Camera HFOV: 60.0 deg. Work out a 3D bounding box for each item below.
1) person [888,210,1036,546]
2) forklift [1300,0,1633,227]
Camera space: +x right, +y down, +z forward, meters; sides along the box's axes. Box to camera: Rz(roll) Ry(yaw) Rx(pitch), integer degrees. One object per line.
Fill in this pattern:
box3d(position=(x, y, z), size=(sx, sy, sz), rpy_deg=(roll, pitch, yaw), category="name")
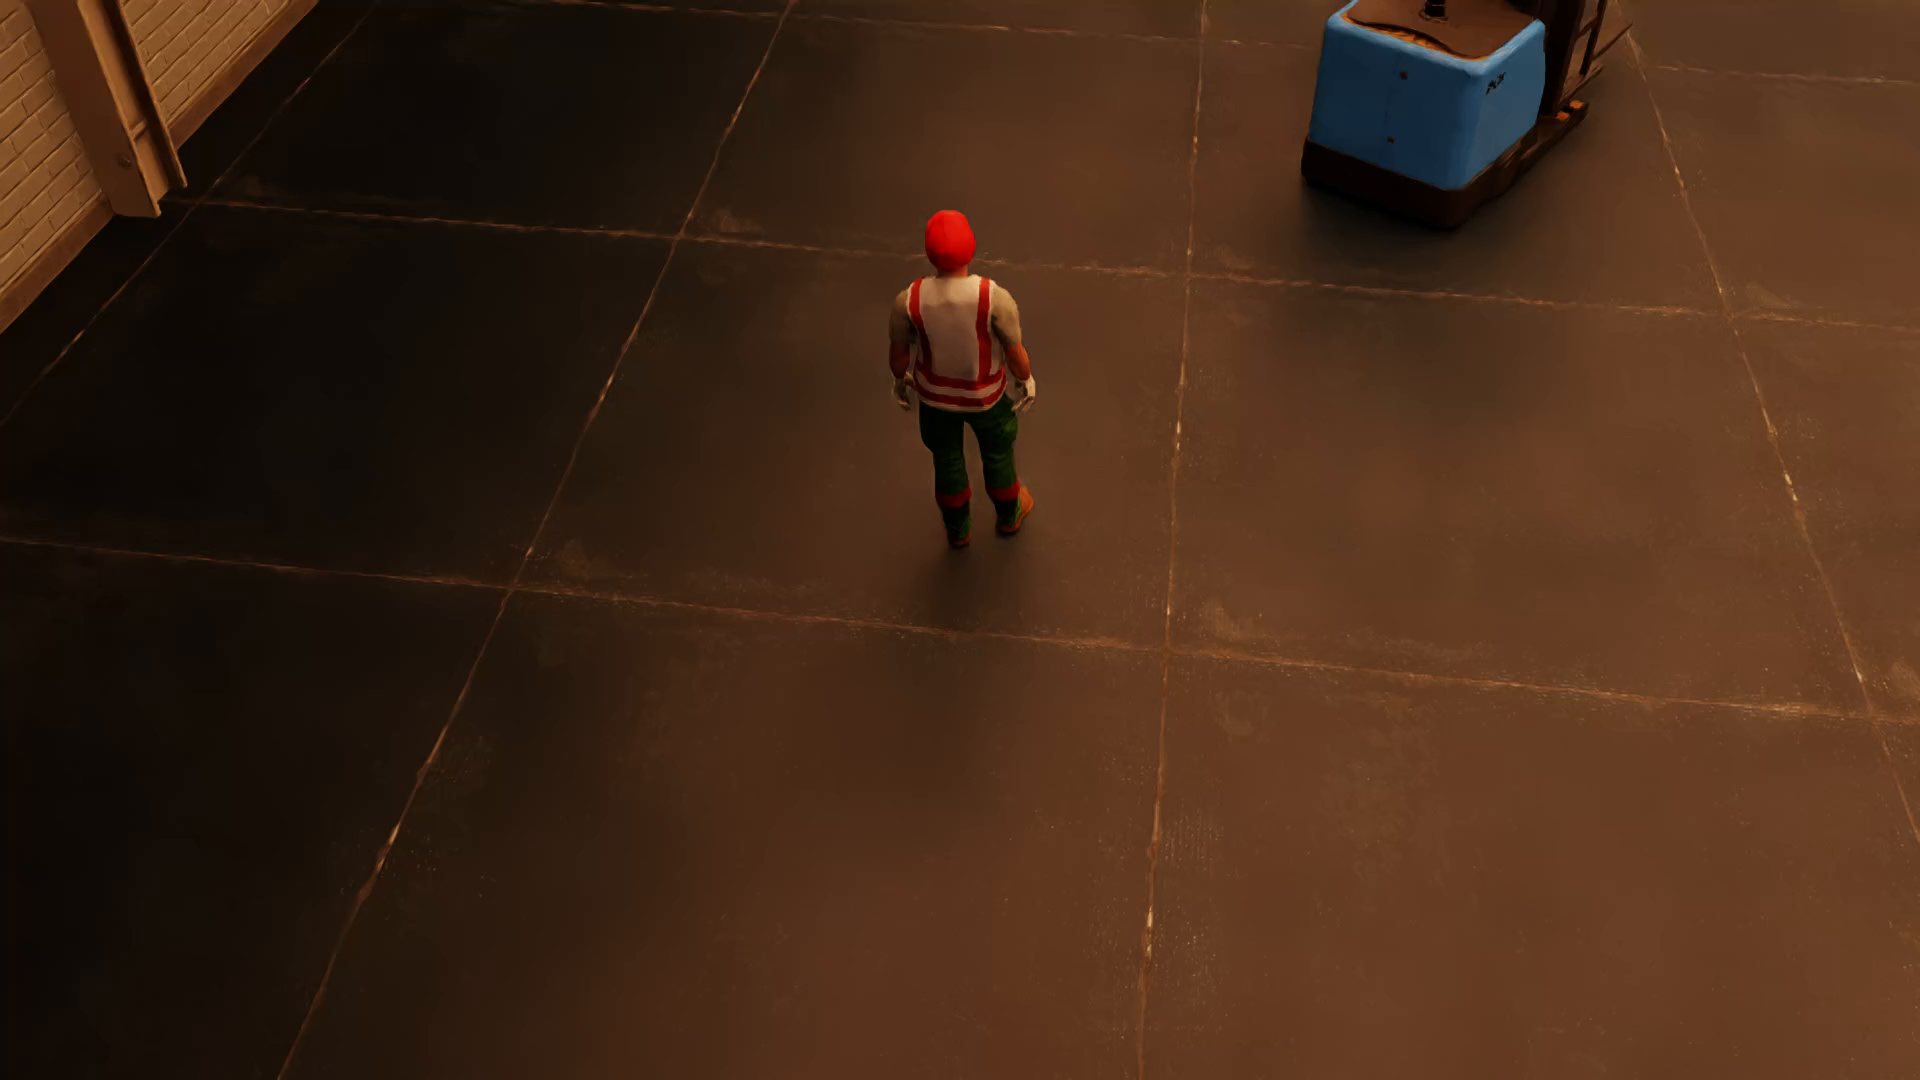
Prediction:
box3d(position=(0.022, -0.715, 7.340), size=(0.637, 1.783, 0.563), rpy_deg=(5, 43, 6), category="person")
box3d(position=(3.424, -3.859, 9.925), size=(1.130, 2.935, 3.031), rpy_deg=(29, 50, 28), category="forklift")
